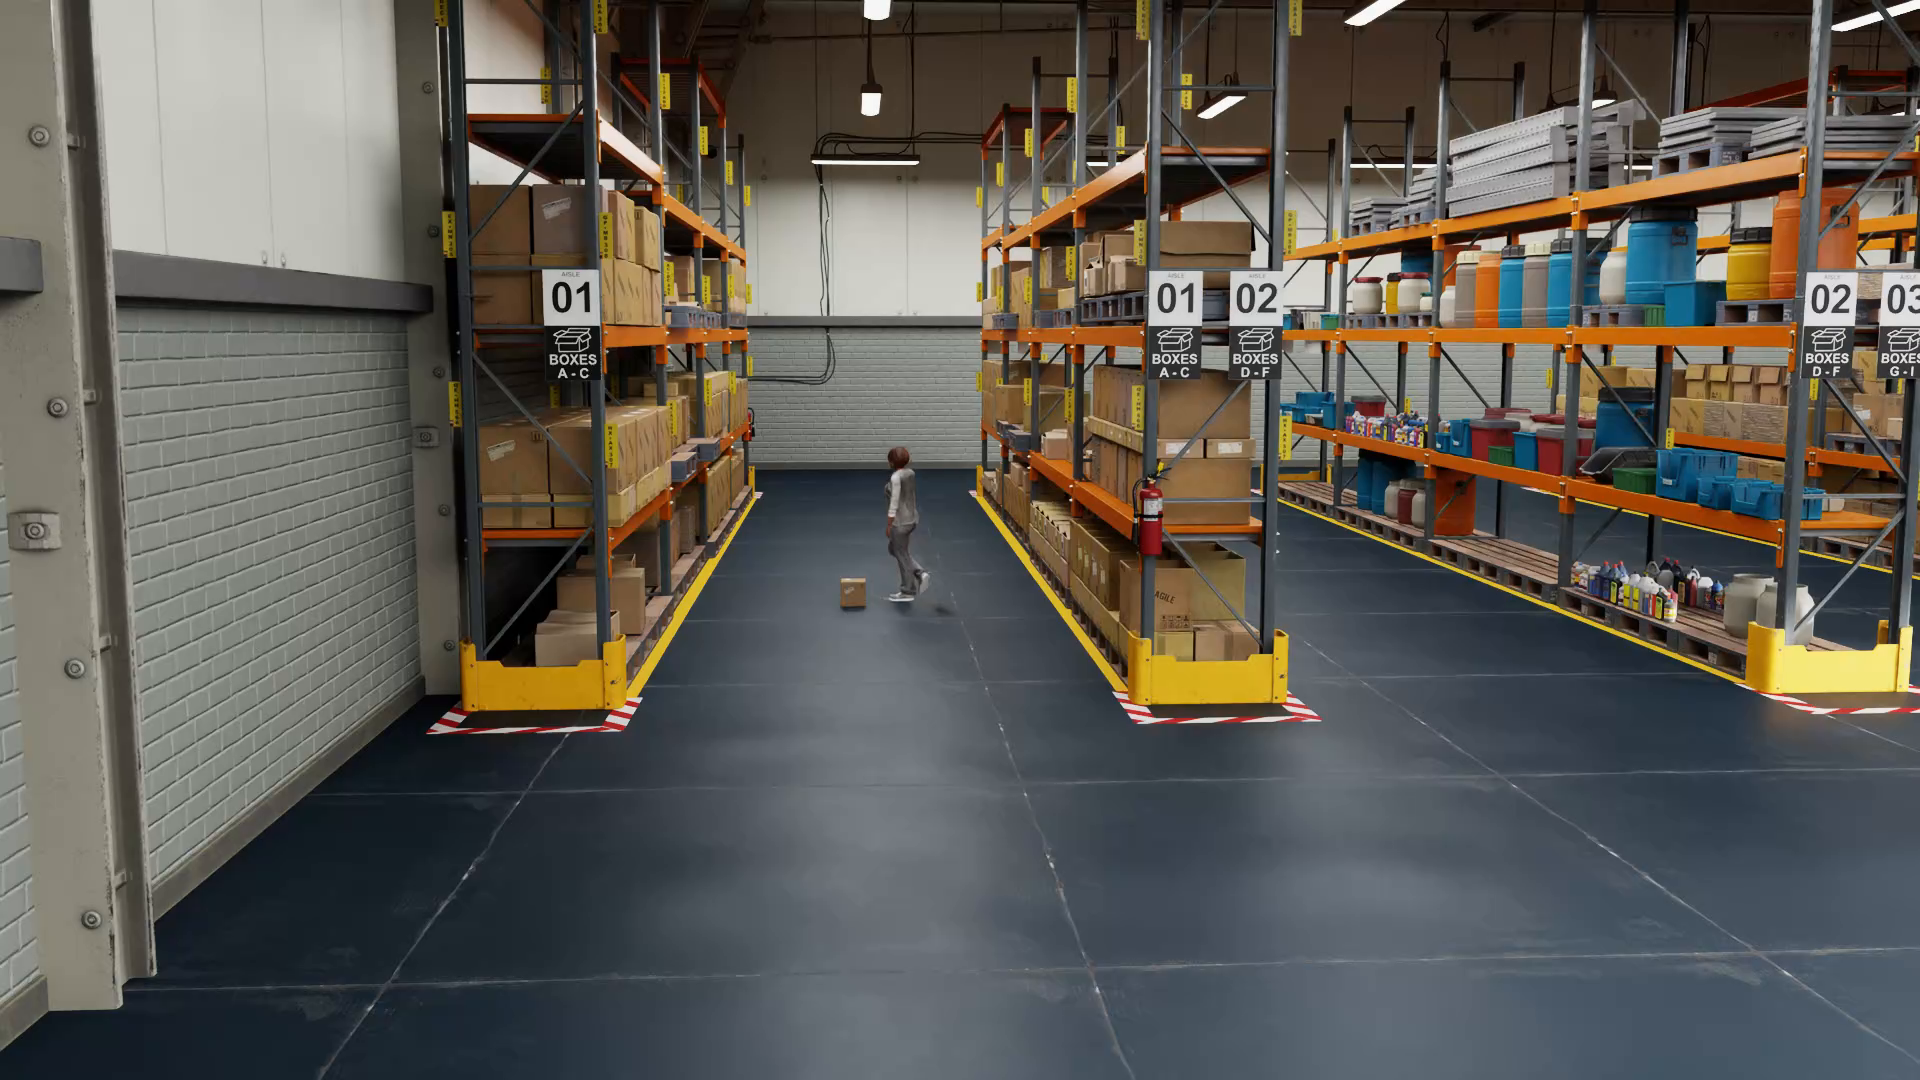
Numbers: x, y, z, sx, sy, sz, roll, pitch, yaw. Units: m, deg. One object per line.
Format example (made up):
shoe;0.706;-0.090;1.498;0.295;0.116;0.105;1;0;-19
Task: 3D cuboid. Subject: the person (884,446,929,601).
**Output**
person;-0.575;-0.157;16.905;0.449;1.598;0.468;3;8;20
